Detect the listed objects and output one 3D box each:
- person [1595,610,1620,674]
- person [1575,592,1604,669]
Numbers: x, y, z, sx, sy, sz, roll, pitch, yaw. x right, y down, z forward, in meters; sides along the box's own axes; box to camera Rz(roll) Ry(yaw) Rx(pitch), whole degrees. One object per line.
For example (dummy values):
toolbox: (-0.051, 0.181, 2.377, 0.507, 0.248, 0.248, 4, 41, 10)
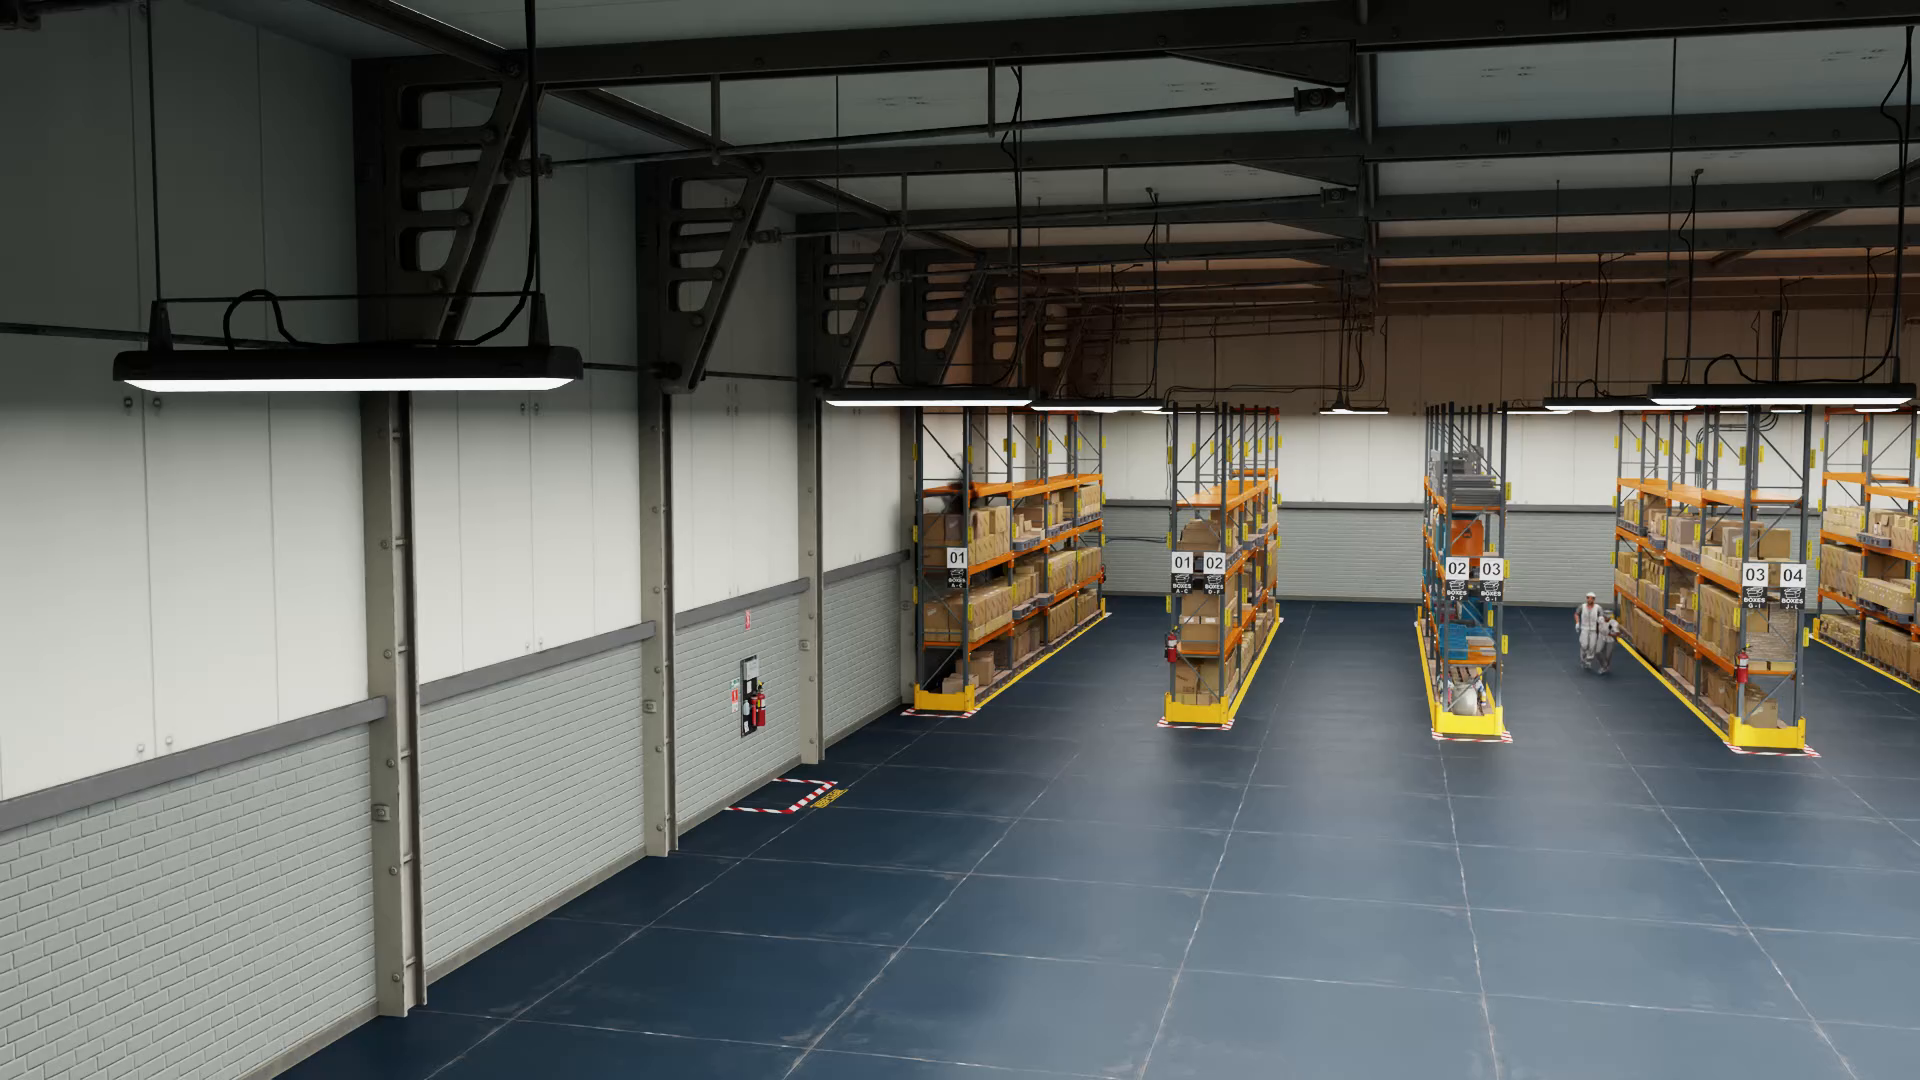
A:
person: (14.386, 2.239, 36.936, 0.606, 1.438, 1.073, 3, 5, 32)
person: (14.259, 2.058, 37.623, 0.647, 1.756, 0.644, 1, 4, 18)
